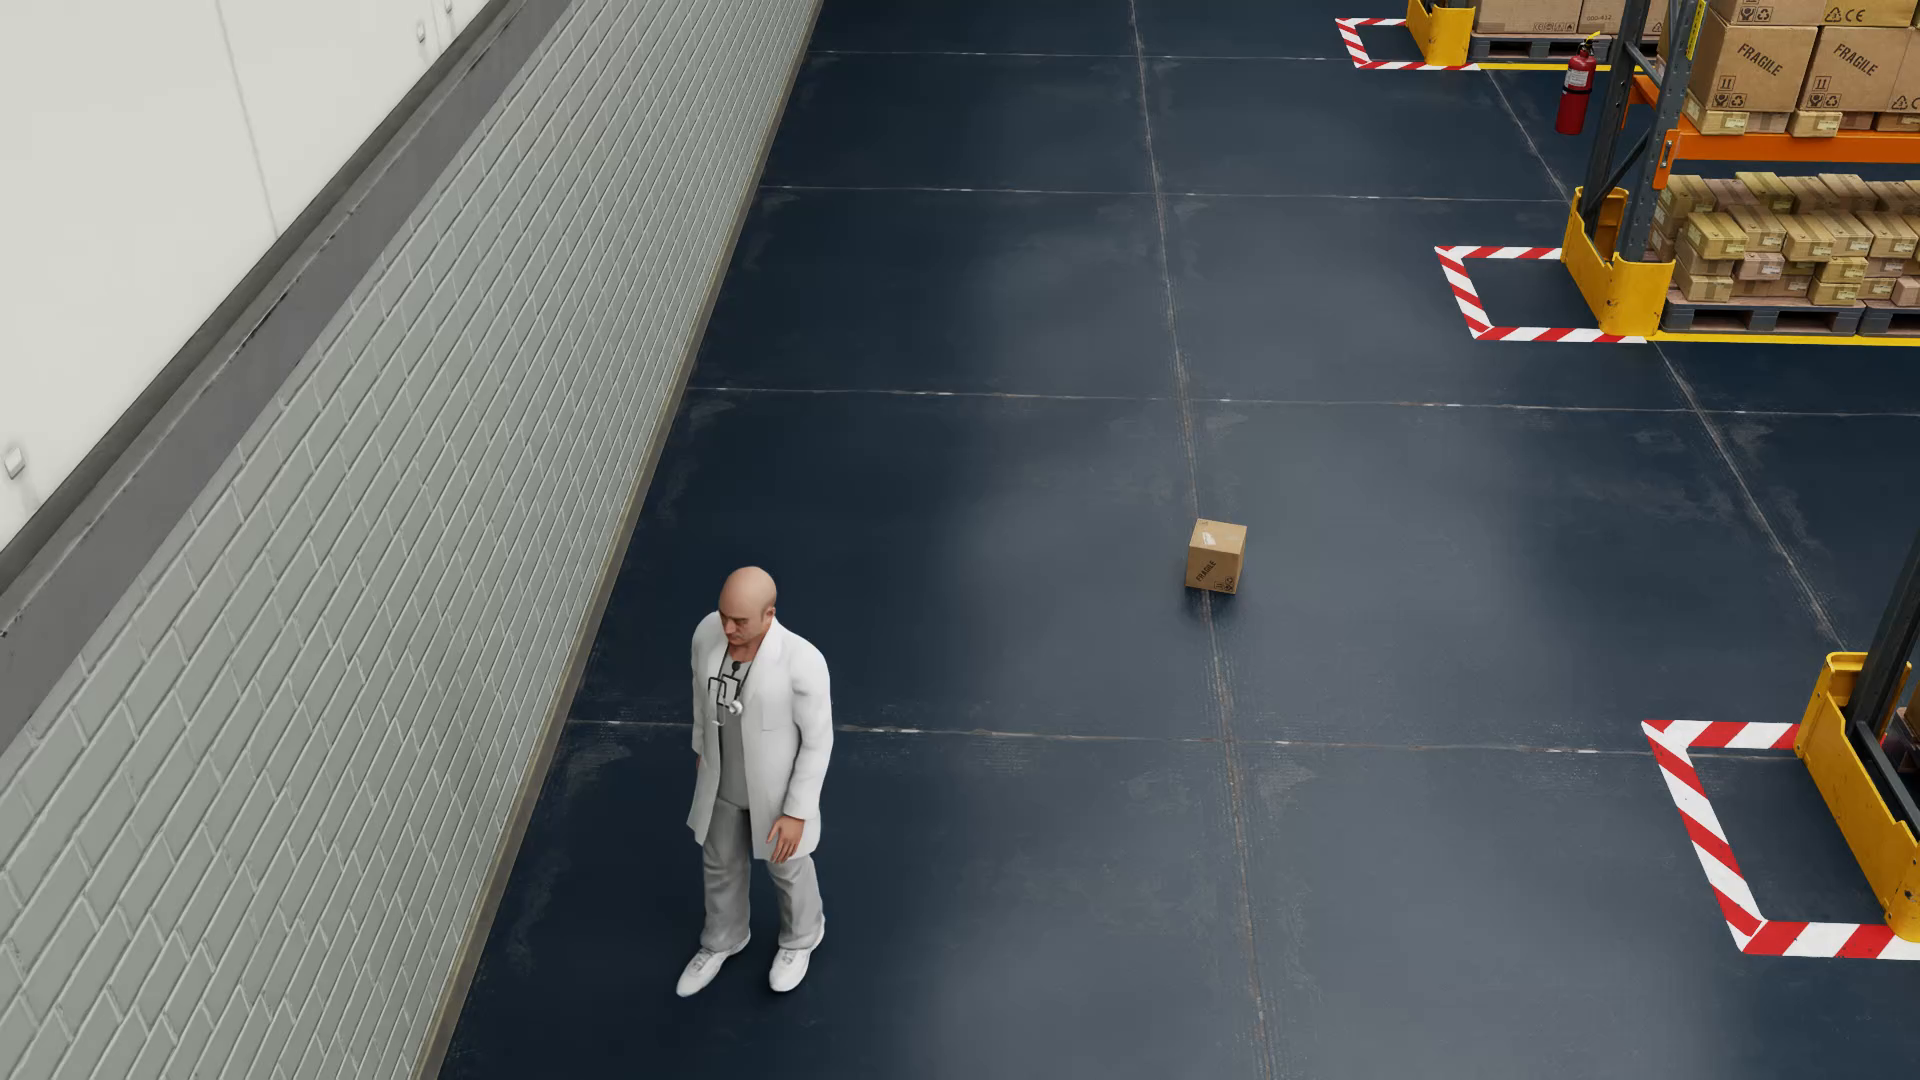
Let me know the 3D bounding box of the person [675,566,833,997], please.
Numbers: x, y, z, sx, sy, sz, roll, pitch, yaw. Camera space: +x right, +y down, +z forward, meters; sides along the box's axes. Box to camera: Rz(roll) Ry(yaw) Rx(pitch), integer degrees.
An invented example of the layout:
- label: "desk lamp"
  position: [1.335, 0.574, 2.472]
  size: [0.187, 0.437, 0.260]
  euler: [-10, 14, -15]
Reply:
- label: "person"
  position: [-0.755, 0.906, 5.845]
  size: [0.624, 1.810, 0.536]
  euler: [17, 39, 23]
